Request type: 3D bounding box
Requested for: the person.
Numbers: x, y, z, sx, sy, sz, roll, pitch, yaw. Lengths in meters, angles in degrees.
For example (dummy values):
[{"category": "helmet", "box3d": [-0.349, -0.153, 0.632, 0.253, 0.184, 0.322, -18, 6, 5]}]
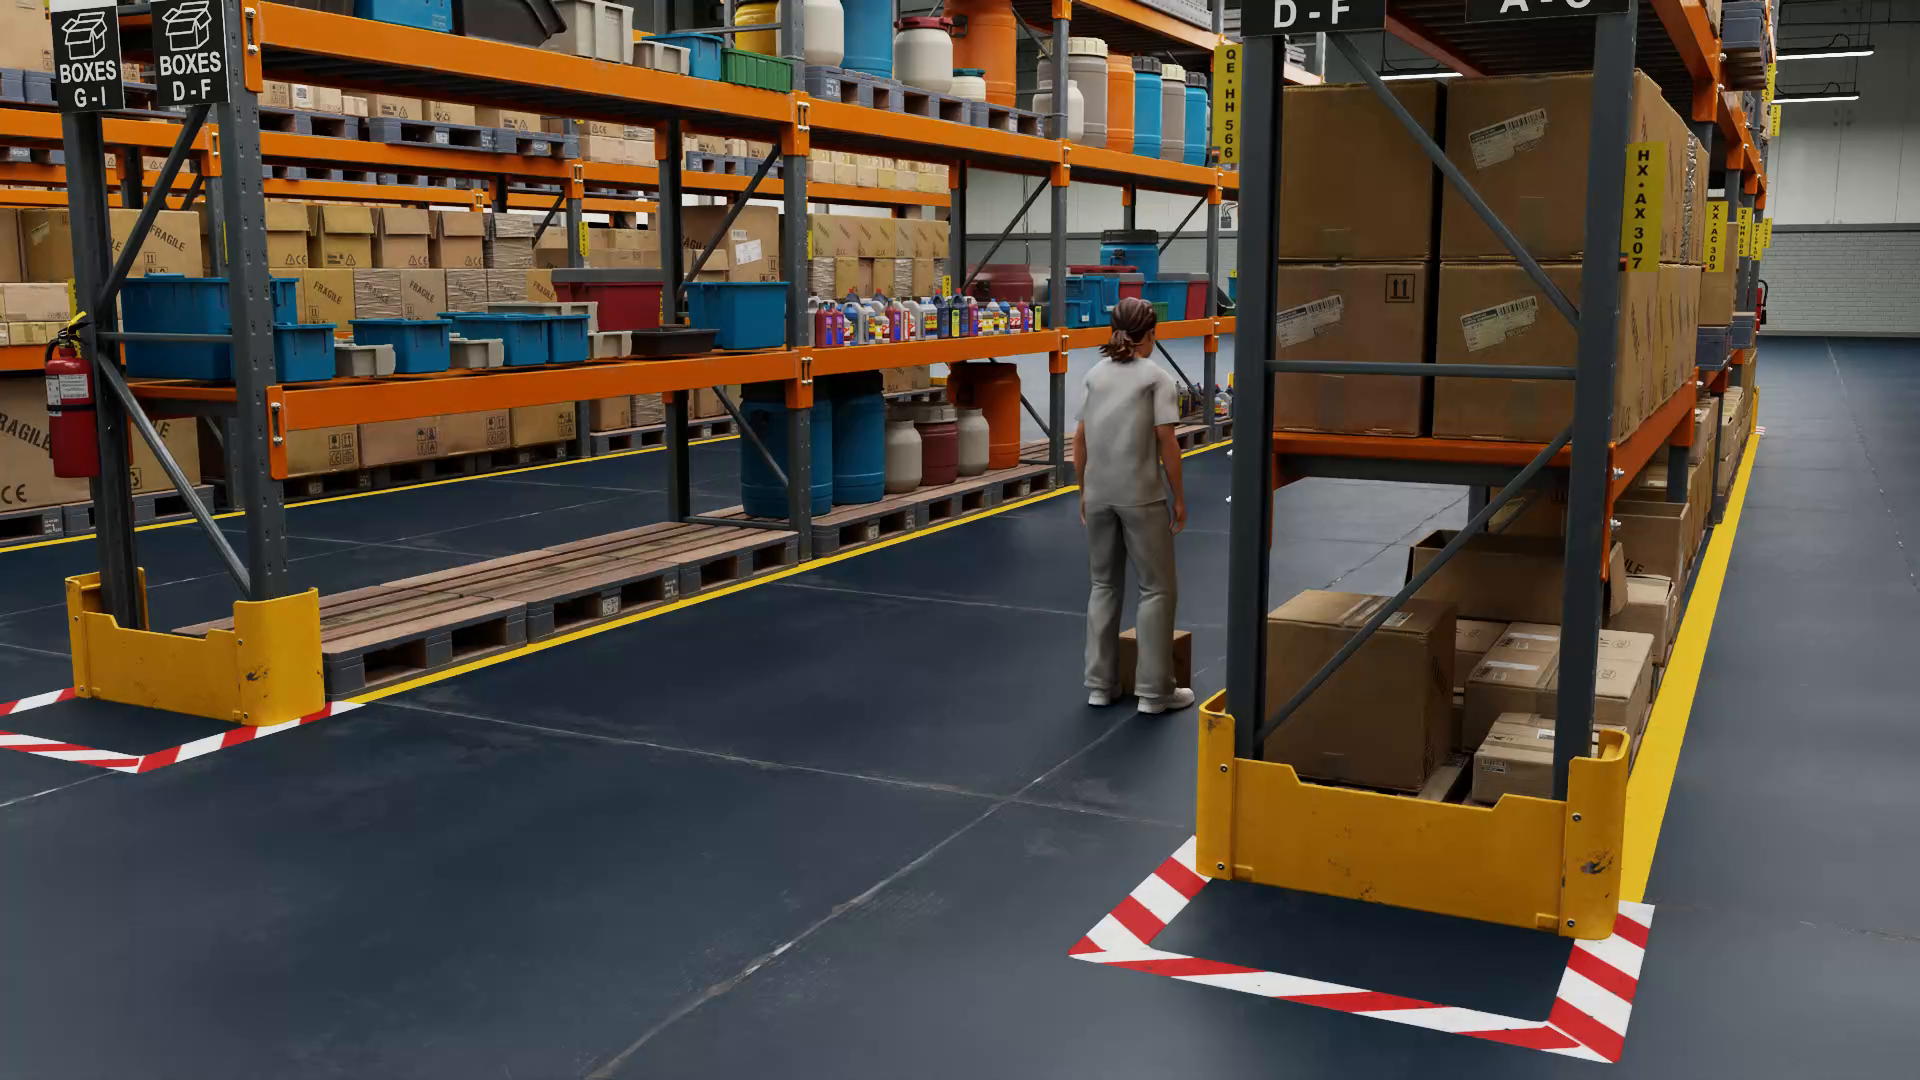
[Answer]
[{"category": "person", "box3d": [0.693, -0.146, 6.782, 0.491, 1.673, 0.346, 6, 11, 33]}]
